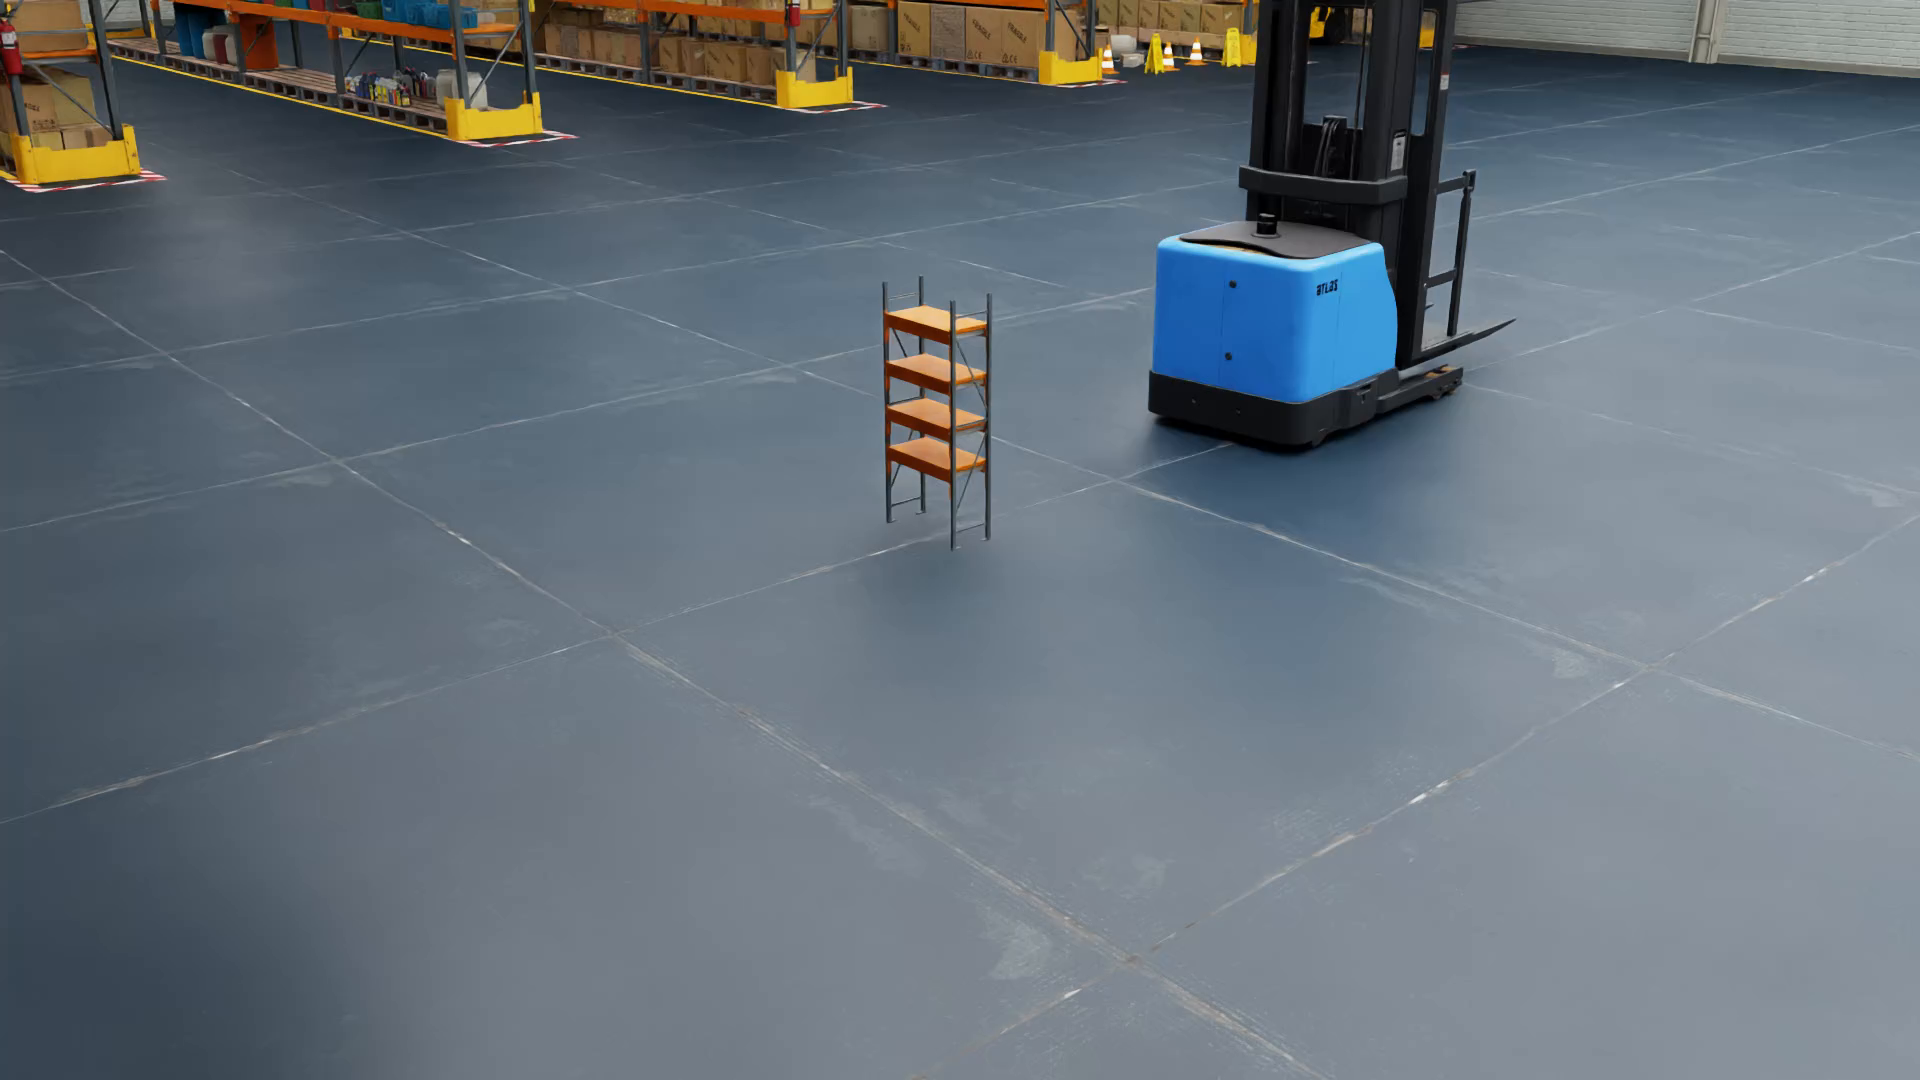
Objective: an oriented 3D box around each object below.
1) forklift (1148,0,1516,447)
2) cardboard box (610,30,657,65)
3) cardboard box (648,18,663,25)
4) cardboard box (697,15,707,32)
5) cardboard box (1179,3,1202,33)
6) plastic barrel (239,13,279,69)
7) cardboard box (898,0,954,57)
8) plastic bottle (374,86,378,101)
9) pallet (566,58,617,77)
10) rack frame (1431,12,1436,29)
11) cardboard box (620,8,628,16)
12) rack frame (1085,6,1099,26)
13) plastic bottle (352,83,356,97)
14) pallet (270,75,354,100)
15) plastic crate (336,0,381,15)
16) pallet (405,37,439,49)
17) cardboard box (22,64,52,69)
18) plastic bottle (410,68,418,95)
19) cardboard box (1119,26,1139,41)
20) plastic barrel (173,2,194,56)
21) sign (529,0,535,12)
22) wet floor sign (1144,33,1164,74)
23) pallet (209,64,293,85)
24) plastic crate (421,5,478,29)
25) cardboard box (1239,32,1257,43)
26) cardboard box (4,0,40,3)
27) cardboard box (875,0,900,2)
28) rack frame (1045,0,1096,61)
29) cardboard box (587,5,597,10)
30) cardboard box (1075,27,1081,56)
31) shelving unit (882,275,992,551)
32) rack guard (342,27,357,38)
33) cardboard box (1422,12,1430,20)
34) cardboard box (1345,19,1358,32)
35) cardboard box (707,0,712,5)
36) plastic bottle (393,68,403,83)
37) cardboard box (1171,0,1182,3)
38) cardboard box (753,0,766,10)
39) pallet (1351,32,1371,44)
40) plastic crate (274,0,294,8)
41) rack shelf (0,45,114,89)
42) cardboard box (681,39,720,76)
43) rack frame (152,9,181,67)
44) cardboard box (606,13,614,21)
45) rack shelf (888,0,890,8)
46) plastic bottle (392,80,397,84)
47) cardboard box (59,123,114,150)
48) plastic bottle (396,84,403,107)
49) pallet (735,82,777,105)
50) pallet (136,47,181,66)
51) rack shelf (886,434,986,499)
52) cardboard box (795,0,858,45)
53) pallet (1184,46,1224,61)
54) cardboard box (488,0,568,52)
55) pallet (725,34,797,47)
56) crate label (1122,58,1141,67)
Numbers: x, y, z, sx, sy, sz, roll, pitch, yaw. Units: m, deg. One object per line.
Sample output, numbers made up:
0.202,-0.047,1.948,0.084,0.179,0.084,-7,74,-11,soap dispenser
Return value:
2.472,-2.335,9.926,1.130,2.935,3.031,19,28,39,forklift
-5.338,-8.157,27.520,0.700,0.500,0.500,-18,27,-38,cardboard box
-6.569,-11.063,35.450,0.380,0.149,0.250,-17,27,-37,cardboard box
-5.075,-10.645,33.900,0.500,0.500,0.500,-17,27,-37,cardboard box
4.398,-9.626,30.613,0.500,0.500,0.500,-16,27,-36,cardboard box
-11.352,-8.047,26.816,0.600,0.830,0.708,-17,27,-37,plastic barrel
-0.476,-8.973,29.119,0.875,0.875,0.875,-17,27,-37,cardboard box
-7.906,-6.070,22.602,0.097,0.201,0.097,0,21,0,plastic bottle
-5.967,-8.058,28.268,1.003,0.211,1.213,-17,27,-37,pallet
9.220,-11.241,32.572,1.000,3.000,0.127,-17,27,-37,rack frame
-7.147,-11.486,36.121,0.380,0.149,0.250,-17,27,-36,cardboard box
2.851,-11.164,32.374,1.000,3.000,0.127,-17,27,-37,rack frame
-8.400,-6.279,23.136,0.097,0.201,0.097,0,21,0,plastic bottle
-9.752,-6.872,25.240,1.003,0.211,1.213,-17,27,-37,pallet
-8.164,-7.422,22.905,0.767,0.338,0.504,-17,27,-37,plastic crate
-10.316,-9.945,33.086,1.003,0.211,1.213,-17,27,-37,pallet
-11.049,-5.358,19.716,0.500,0.500,0.500,-17,27,-37,cardboard box
-7.645,-6.435,23.329,0.144,0.351,0.185,-19,28,-40,plastic bottle
3.388,-9.707,31.849,0.500,0.250,0.500,-16,26,-34,cardboard box
-13.289,-8.900,28.895,0.600,0.901,0.708,-17,27,-37,plastic barrel
-5.378,-6.779,20.799,0.100,0.325,0.005,-17,27,-37,sign
3.297,-8.219,28.085,0.232,0.644,0.267,17,27,36,wet floor sign
-11.566,-7.640,27.201,1.003,0.211,1.213,-17,27,-37,pallet
-6.351,-6.518,20.717,0.499,0.251,0.616,-17,27,-37,plastic crate
5.145,-9.263,30.714,0.500,0.250,0.500,-18,28,-38,cardboard box
-9.947,-5.751,17.528,0.380,0.149,0.250,-18,28,-38,cardboard box
-1.310,-12.180,37.307,0.875,0.875,0.875,-16,27,-36,cardboard box
1.778,-8.852,26.472,1.000,3.000,0.127,-17,27,-37,rack frame
-8.071,-11.841,37.029,0.380,0.149,0.250,-16,27,-36,cardboard box
1.781,-9.098,30.338,0.797,0.637,0.503,-17,27,-37,cardboard box
-0.108,-0.604,7.882,0.258,1.200,0.503,-17,27,-37,shelving unit
-12.505,-10.963,35.288,1.175,0.500,0.348,-17,27,-37,rack guard
9.070,-10.569,33.363,0.500,0.250,0.500,-17,27,-36,cardboard box
8.036,-10.491,33.851,0.500,0.250,0.500,-17,27,-37,cardboard box
-3.558,-8.087,24.863,0.380,0.149,0.250,-17,27,-37,cardboard box
-7.880,-6.453,23.376,0.144,0.351,0.185,-17,27,-37,plastic bottle
4.118,-10.013,30.713,0.380,0.149,0.250,-16,27,-35,cardboard box
-2.753,-7.738,23.972,0.380,0.149,0.250,-17,27,-37,cardboard box
8.689,-10.144,33.594,1.003,0.211,1.213,-17,27,-37,pallet
-9.760,-7.941,24.436,0.450,0.188,0.662,-17,27,-37,plastic crate
-10.859,-5.560,19.053,1.077,0.370,4.000,-17,27,-37,rack shelf
-4.046,-7.560,26.024,0.500,0.500,0.500,-9,23,-21,cardboard box
-13.631,-9.836,28.983,1.000,3.000,0.127,-17,27,-37,rack frame
-7.547,-11.496,36.555,0.380,0.149,0.250,-17,27,-37,cardboard box
-2.139,-10.175,30.836,1.077,0.370,4.000,-17,27,-37,rack shelf
-7.700,-6.113,22.610,0.152,0.276,0.135,-17,27,-37,plastic bottle
-9.735,-4.459,18.449,0.500,0.250,0.500,-17,27,-37,cardboard box
-7.419,-5.891,22.034,0.061,0.283,0.133,-17,27,-36,plastic bottle
-2.599,-6.655,24.686,1.003,0.211,1.213,-17,27,-37,pallet
-14.140,-8.731,29.987,1.003,0.211,1.213,-17,27,-37,pallet
-0.108,-0.357,7.979,0.258,0.148,0.480,-17,27,-37,rack shelf
-2.542,-9.780,31.350,1.050,0.750,0.750,-17,27,-37,cardboard box
4.909,-9.014,30.709,1.003,0.211,1.213,-17,27,-37,pallet
-7.703,-9.312,29.983,1.225,0.875,0.875,-19,28,-40,cardboard box
-3.953,-9.980,33.176,1.003,0.211,1.213,-17,27,-37,pallet
3.025,-8.382,29.196,0.298,0.136,0.250,7,23,18,crate label
